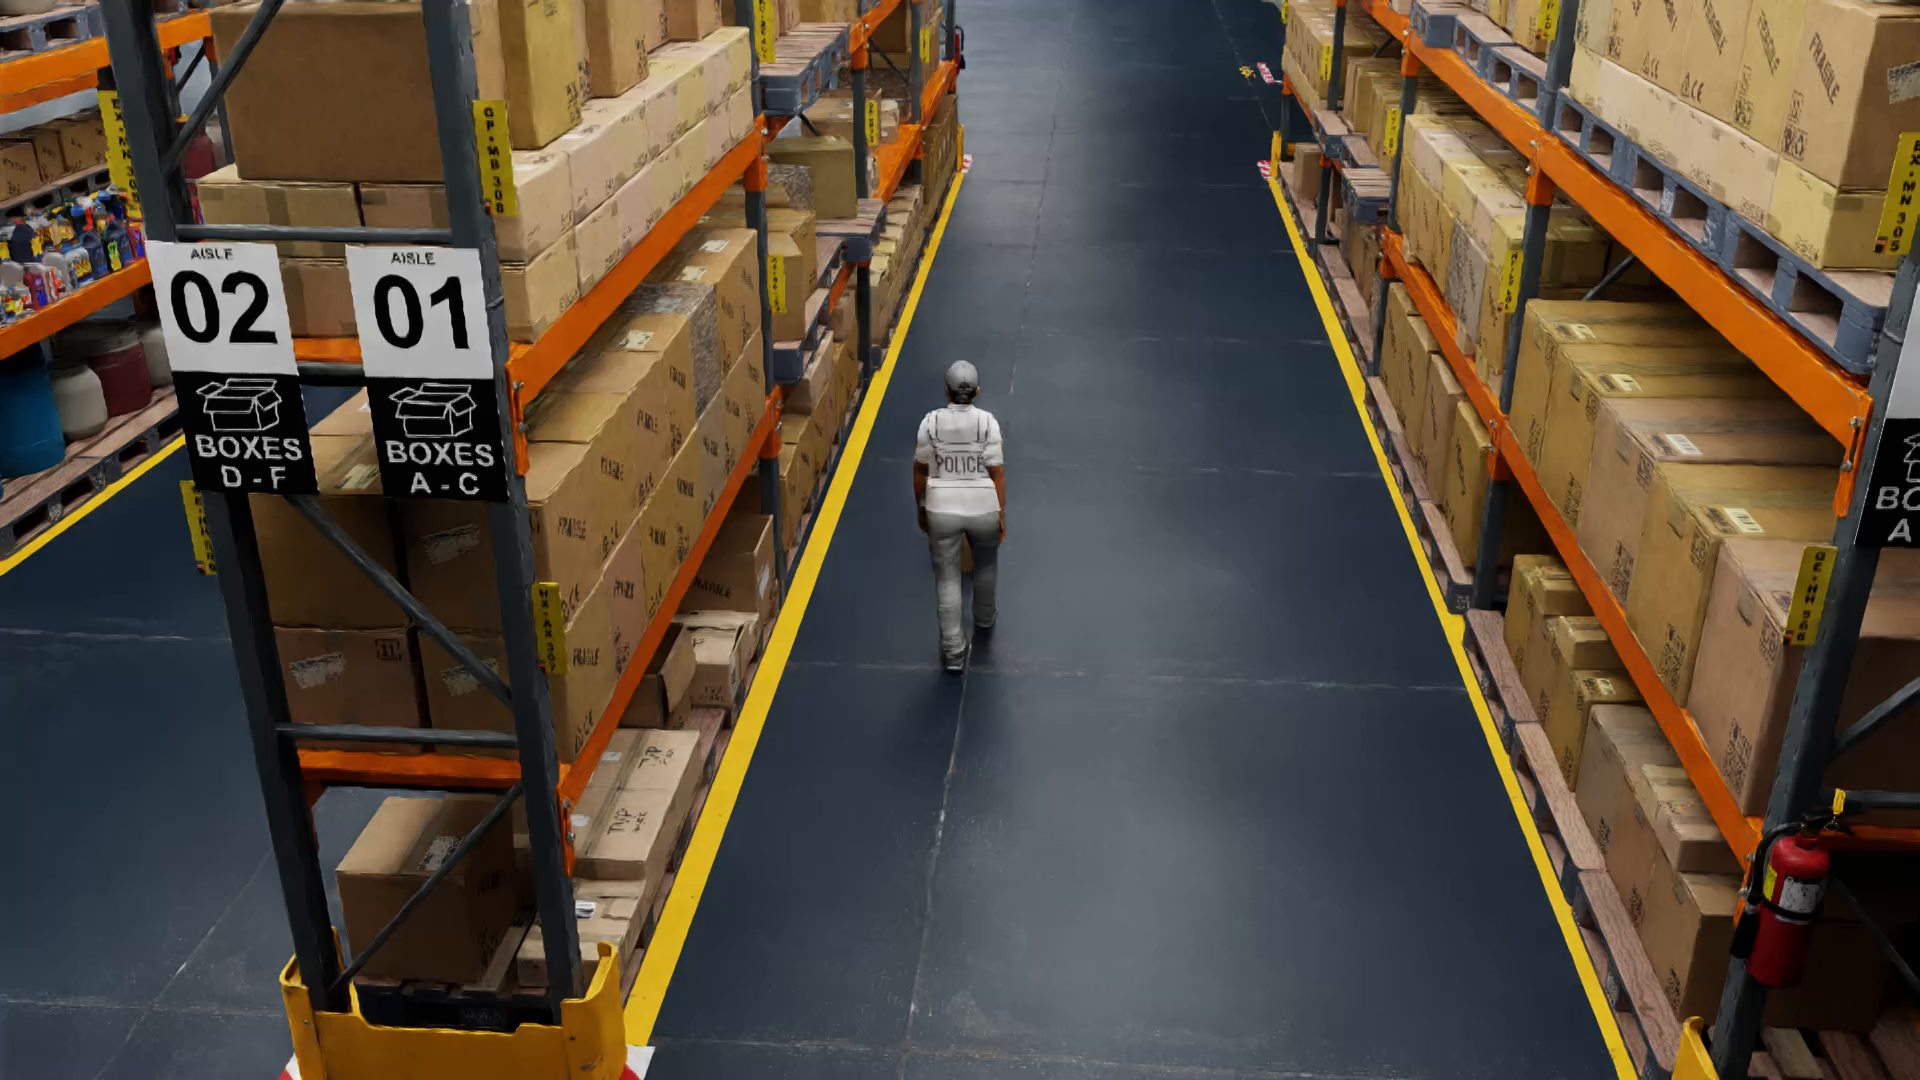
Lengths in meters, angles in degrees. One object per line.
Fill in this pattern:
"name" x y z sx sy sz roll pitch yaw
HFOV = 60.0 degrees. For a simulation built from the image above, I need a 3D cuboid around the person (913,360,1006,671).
"person" -0.005 -0.191 9.000 0.495 1.625 0.796 0 25 0
